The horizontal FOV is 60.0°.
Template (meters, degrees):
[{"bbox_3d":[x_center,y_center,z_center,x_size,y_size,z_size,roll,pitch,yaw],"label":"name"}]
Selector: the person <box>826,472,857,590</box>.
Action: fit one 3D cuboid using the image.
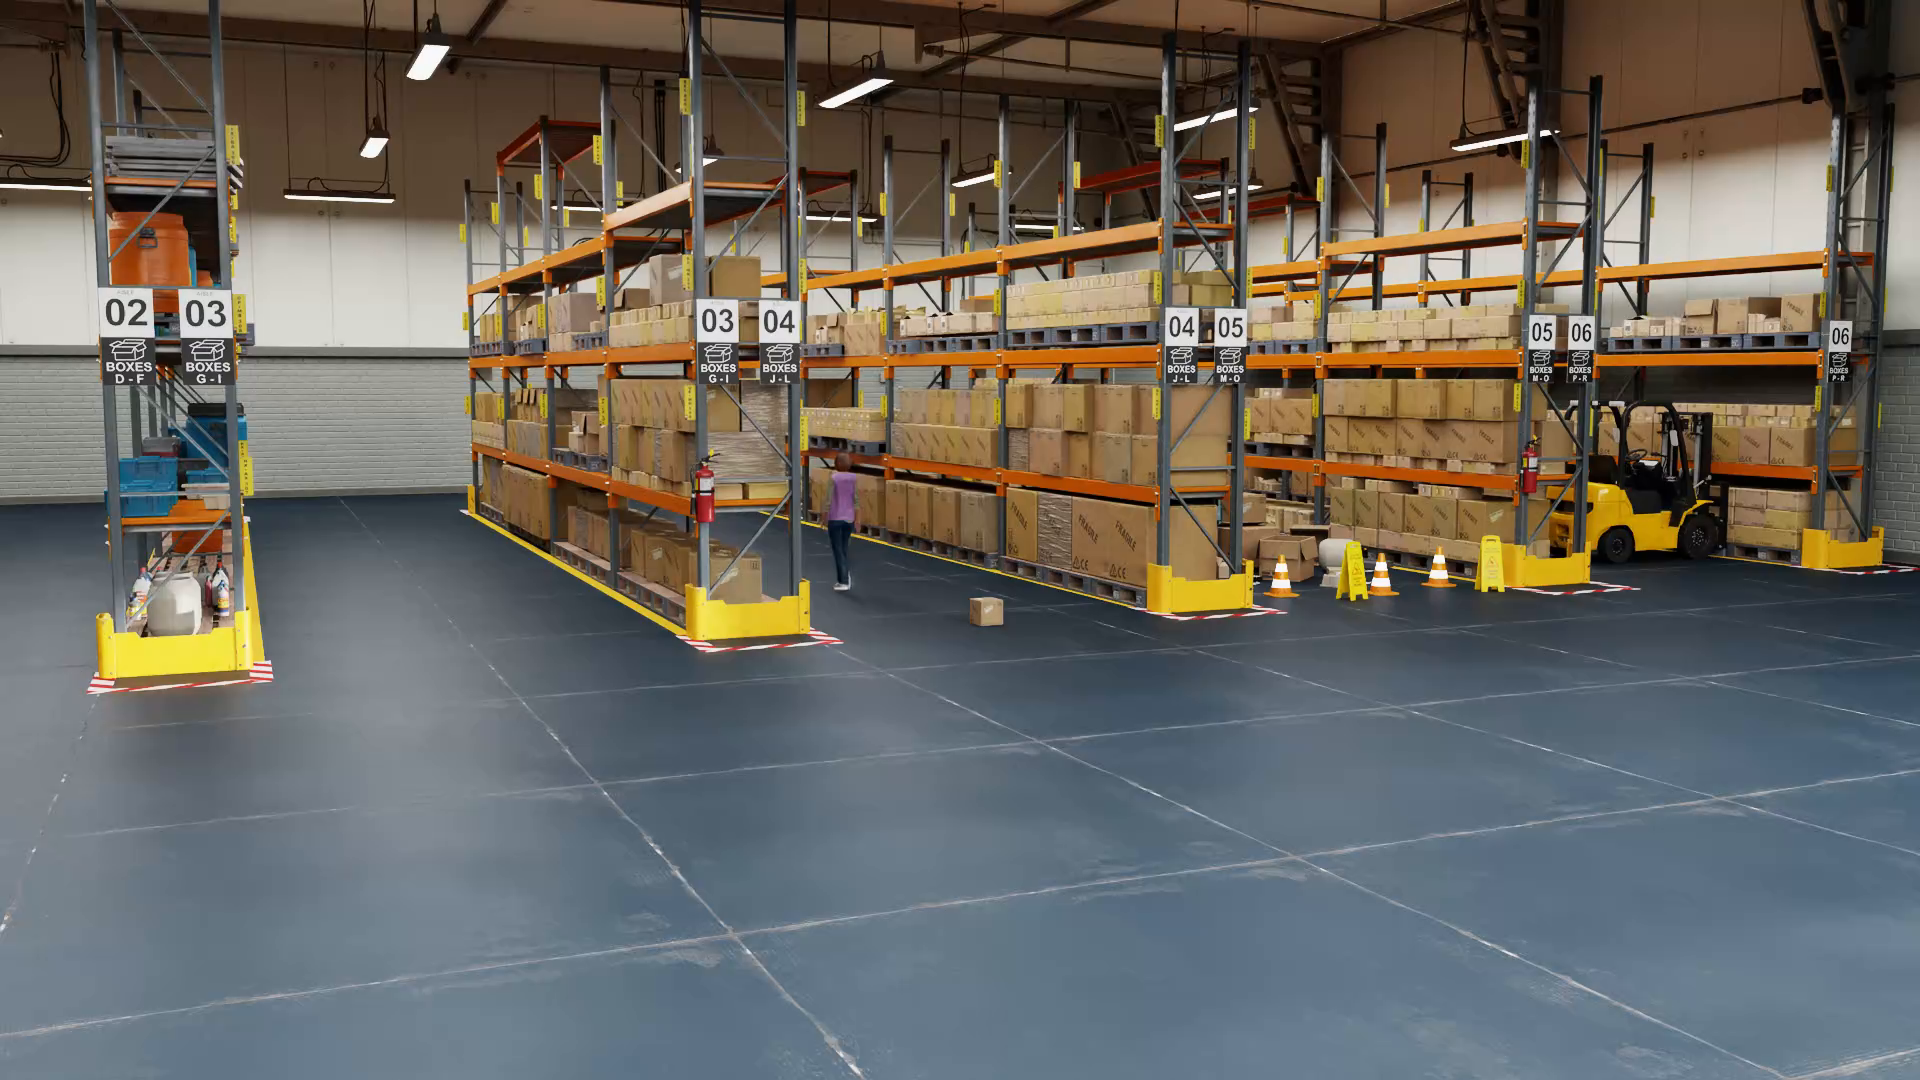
[{"bbox_3d":[-1.368,-0.088,19.184,0.350,1.390,0.345,-3,7,-31],"label":"person"}]
